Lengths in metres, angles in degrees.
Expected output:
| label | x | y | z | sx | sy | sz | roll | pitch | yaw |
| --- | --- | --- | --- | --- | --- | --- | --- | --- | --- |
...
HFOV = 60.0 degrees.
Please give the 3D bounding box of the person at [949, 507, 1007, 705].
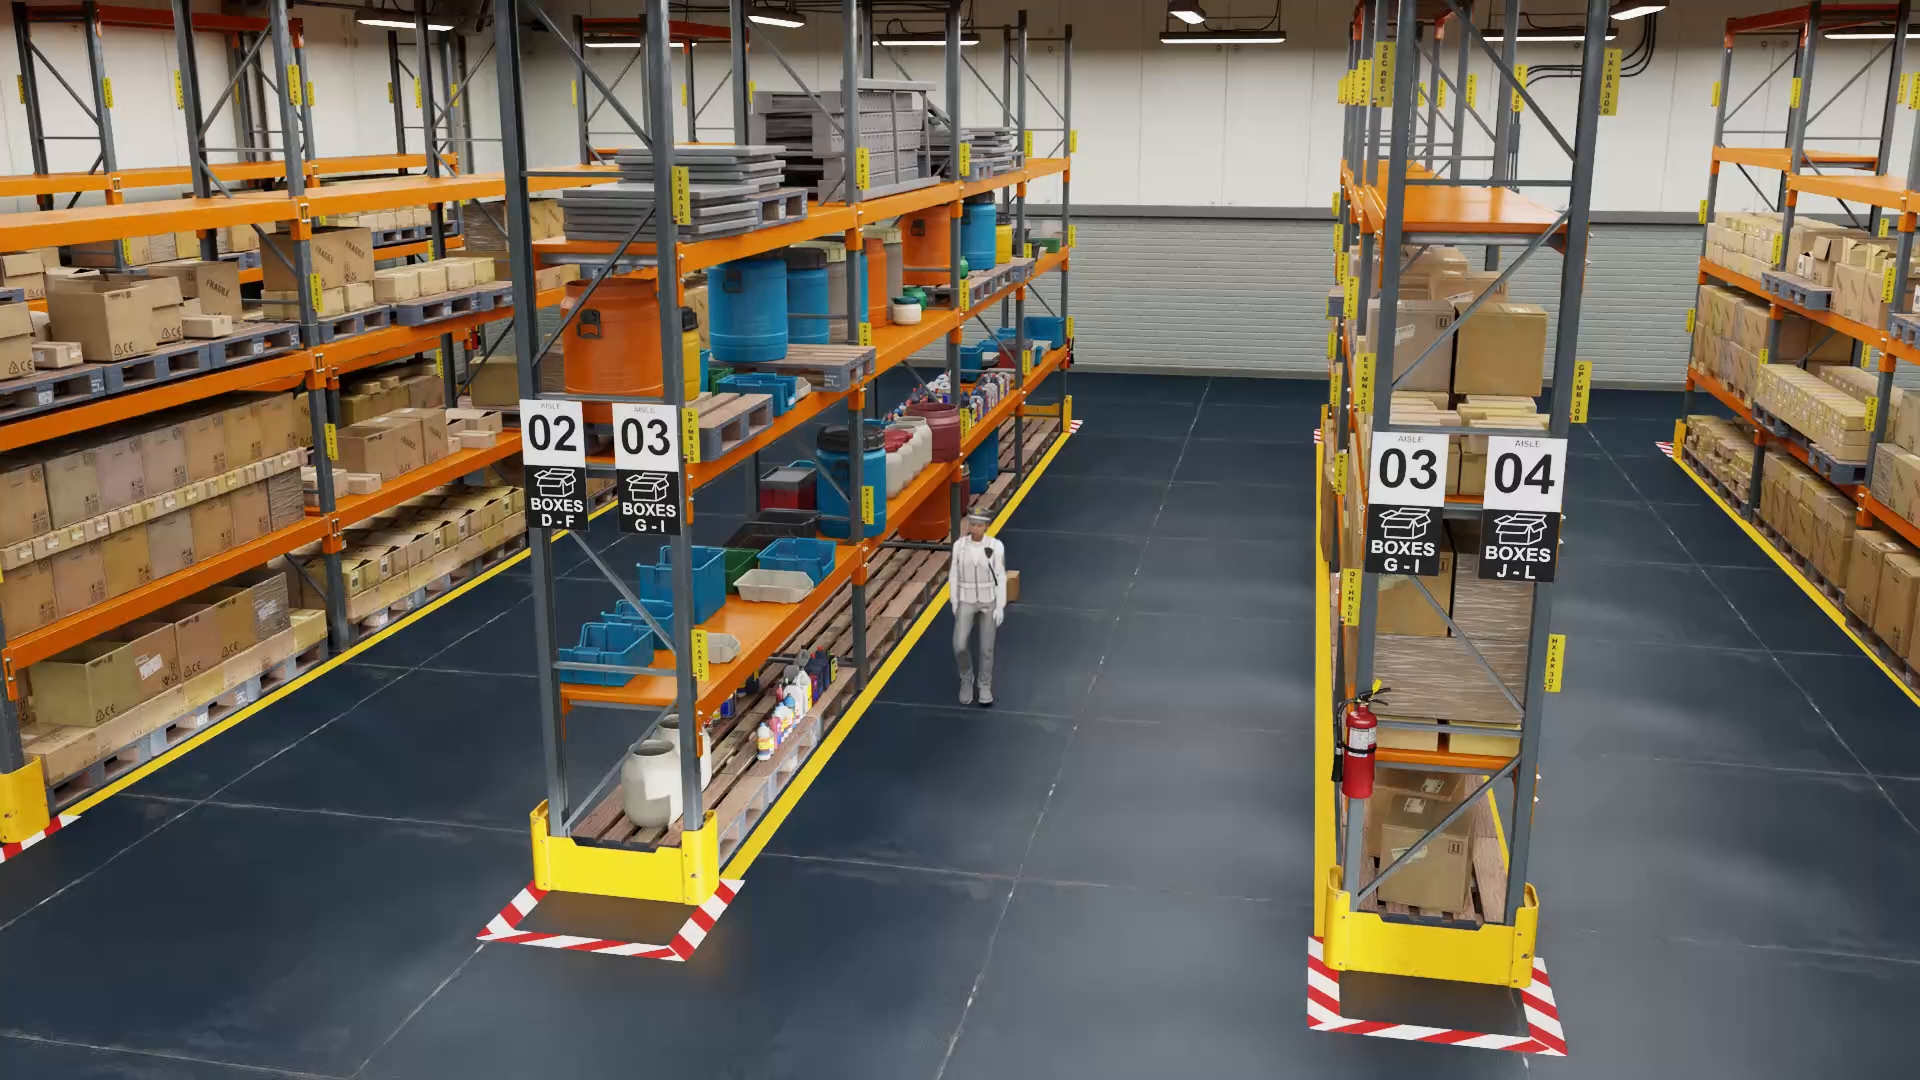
| label | x | y | z | sx | sy | sz | roll | pitch | yaw |
| --- | --- | --- | --- | --- | --- | --- | --- | --- | --- |
| person | 0.142 | 0.552 | 13.820 | 0.491 | 1.703 | 0.448 | 1 | 15 | 4 |
